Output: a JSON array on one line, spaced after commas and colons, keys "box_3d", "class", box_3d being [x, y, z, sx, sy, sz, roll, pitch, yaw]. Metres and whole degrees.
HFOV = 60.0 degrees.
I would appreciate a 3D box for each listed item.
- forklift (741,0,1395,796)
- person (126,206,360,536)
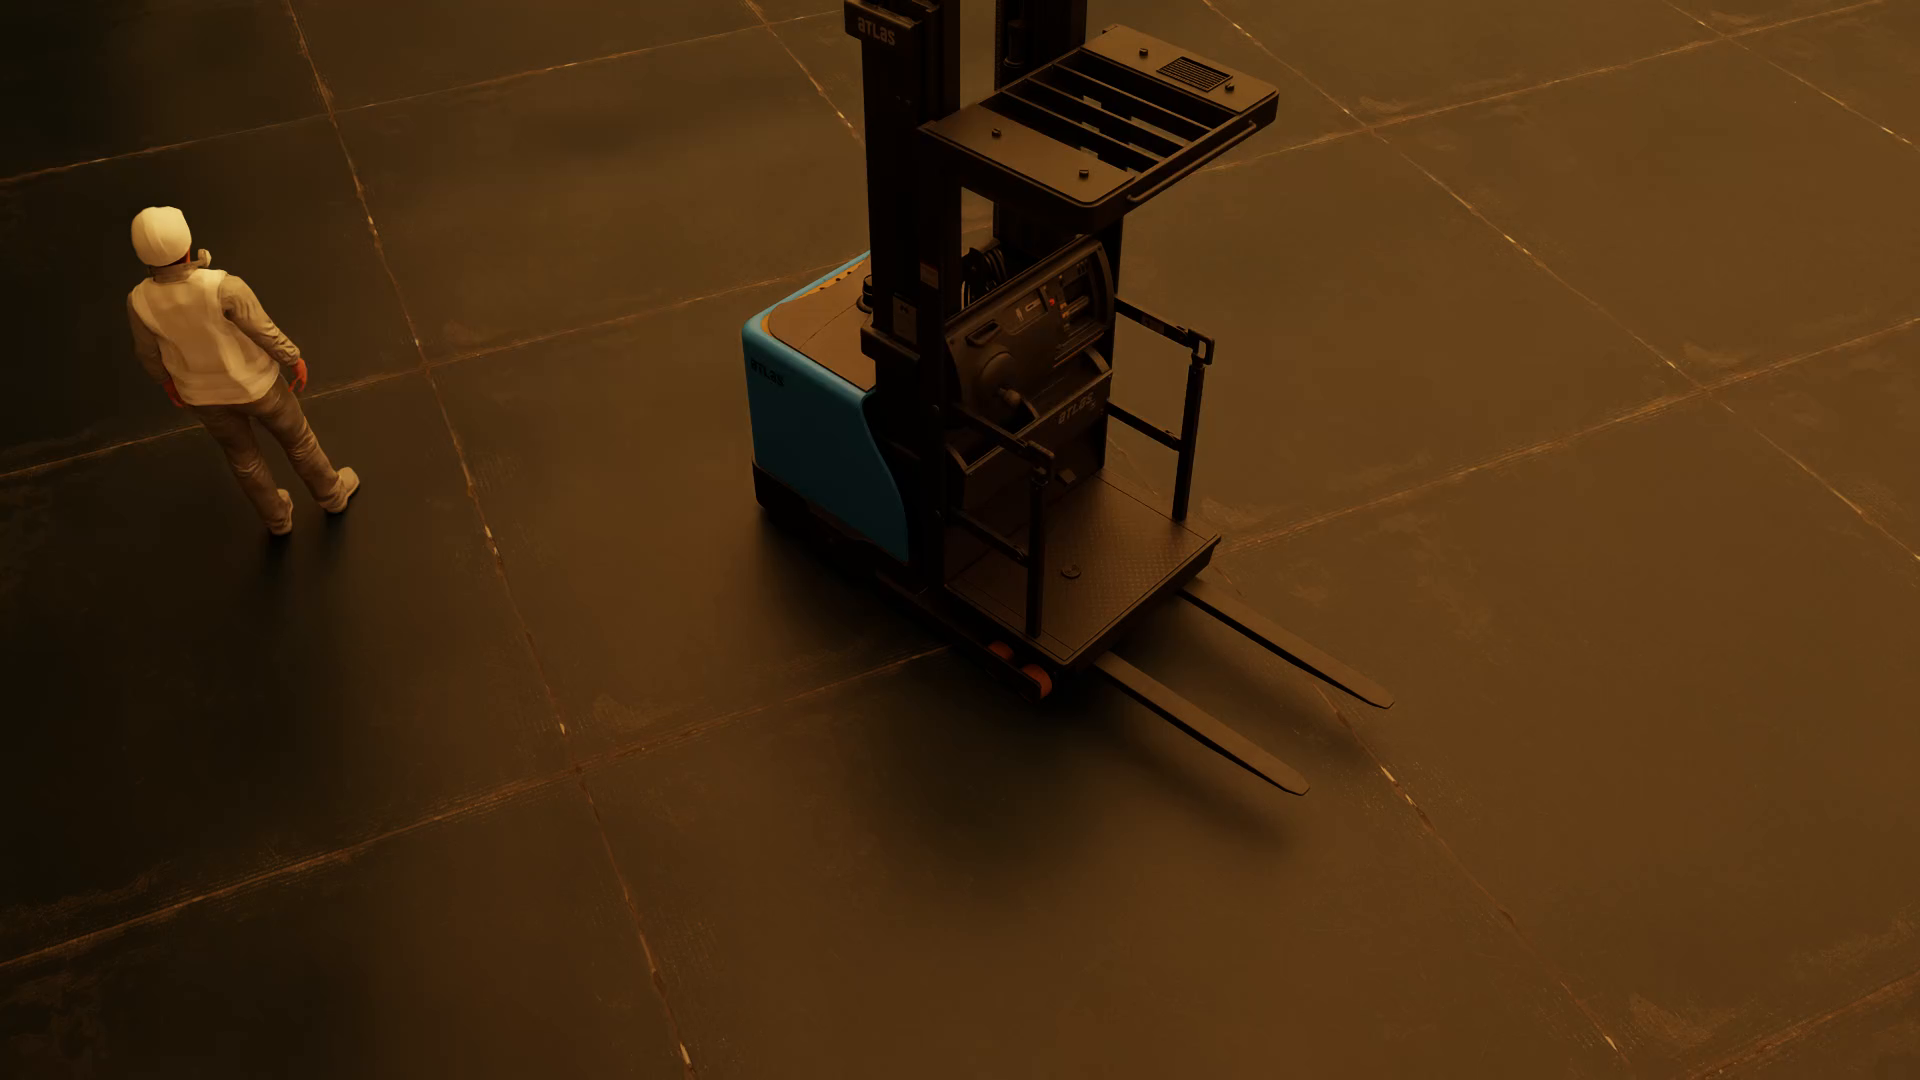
[{"box_3d": [0.445, -0.788, 6.525, 3.031, 2.935, 1.130, 32, 52, 30], "class": "forklift"}, {"box_3d": [-3.204, -0.757, 7.330, 0.629, 1.775, 0.569, -5, 43, -6], "class": "person"}]
